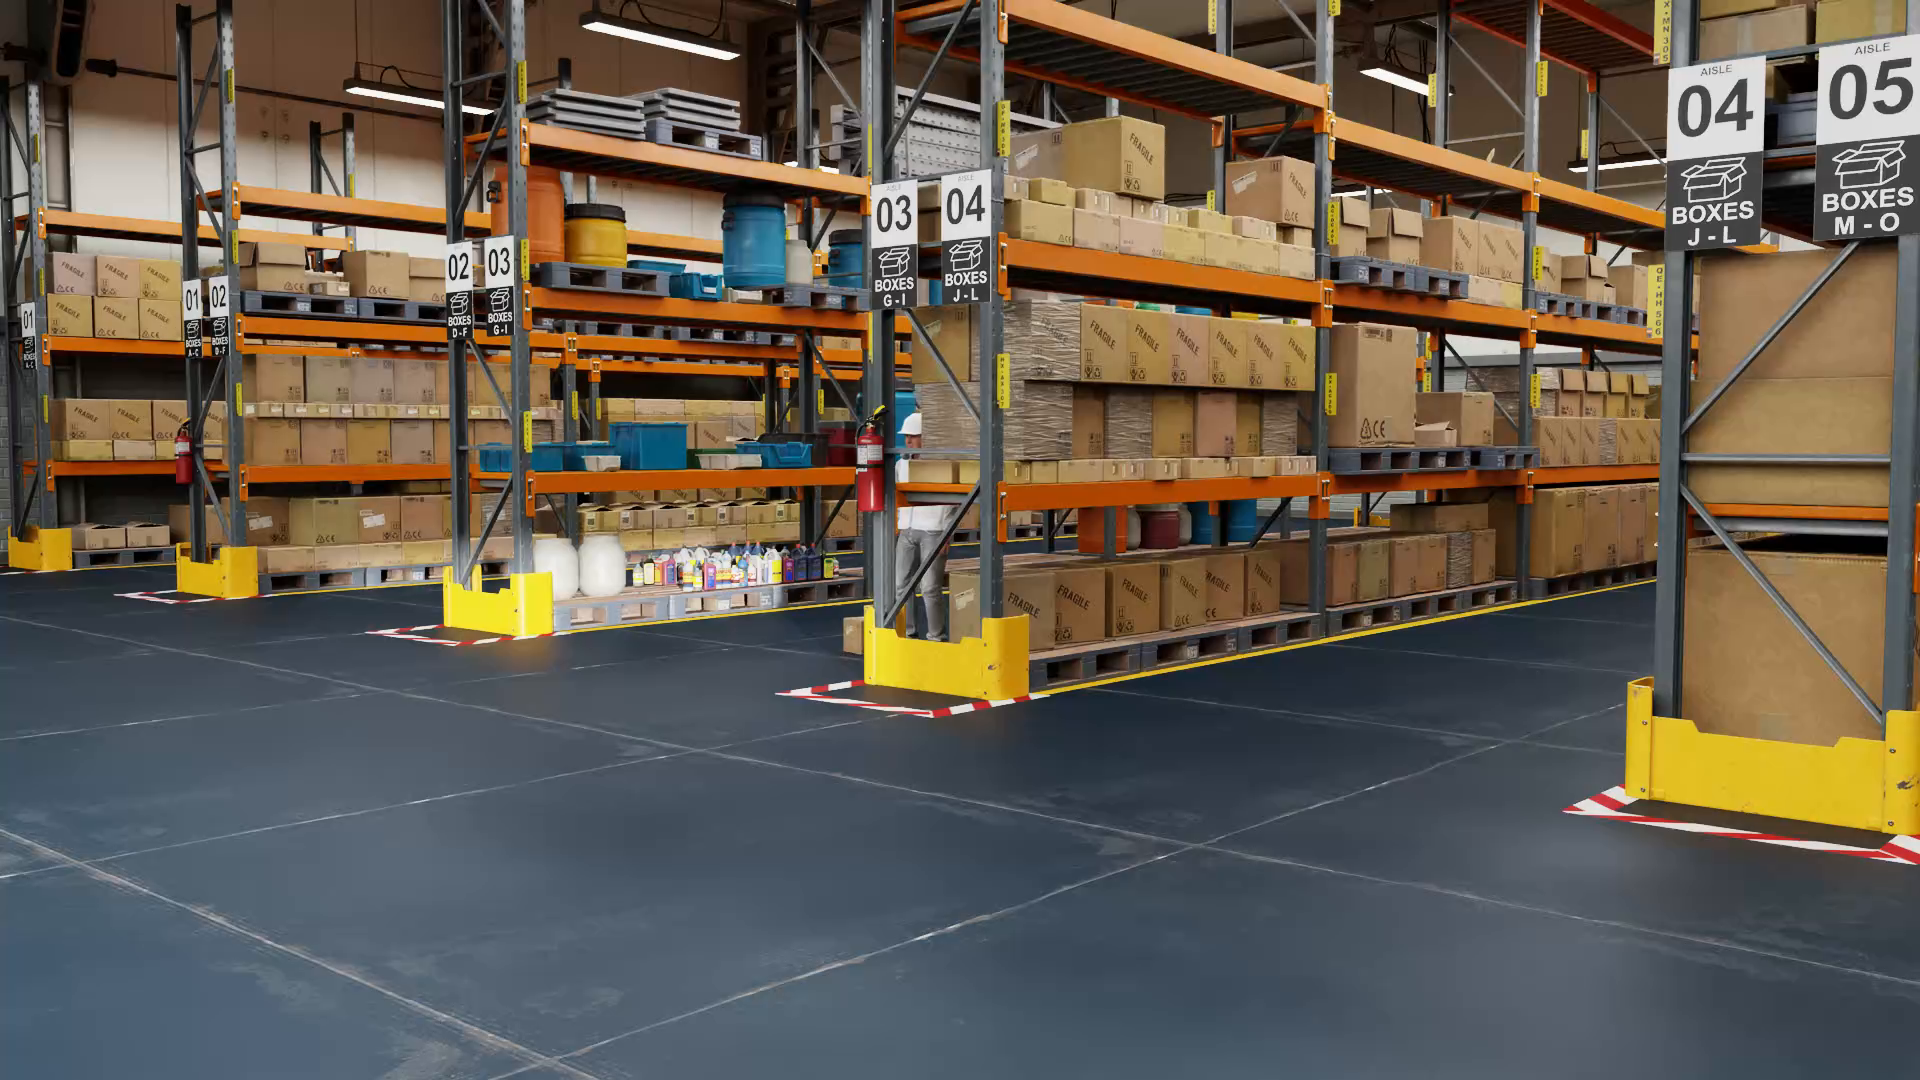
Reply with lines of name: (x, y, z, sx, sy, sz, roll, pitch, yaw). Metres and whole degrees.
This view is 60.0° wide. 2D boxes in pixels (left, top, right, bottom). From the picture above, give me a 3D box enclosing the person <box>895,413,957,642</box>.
person: (-0.285, -0.047, 12.266, 0.581, 1.771, 0.464, 3, 5, 39)
